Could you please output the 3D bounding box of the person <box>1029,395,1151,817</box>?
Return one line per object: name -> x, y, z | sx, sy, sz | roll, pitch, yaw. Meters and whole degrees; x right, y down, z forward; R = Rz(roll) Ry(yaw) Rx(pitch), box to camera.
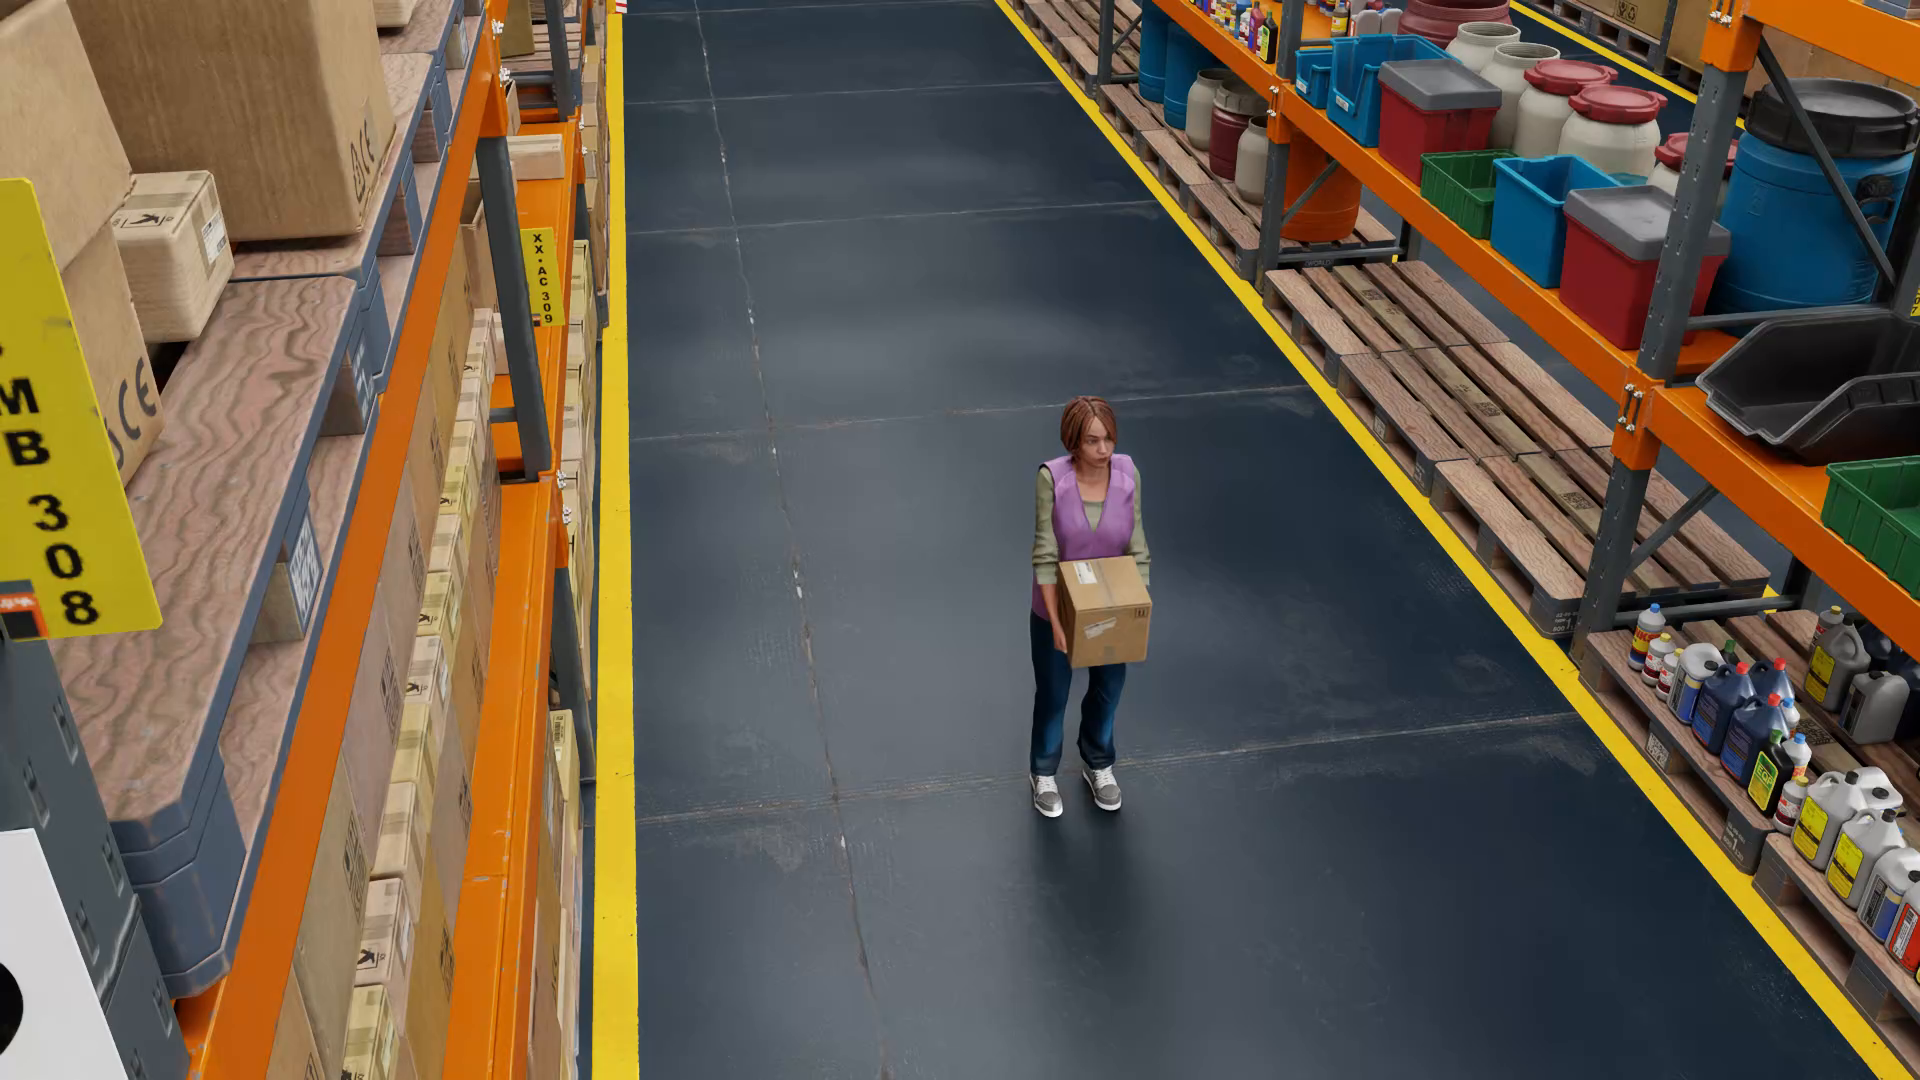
person -> 0.437, 0.284, 5.676 | 0.402, 1.597, 0.491 | -5, 31, -9
